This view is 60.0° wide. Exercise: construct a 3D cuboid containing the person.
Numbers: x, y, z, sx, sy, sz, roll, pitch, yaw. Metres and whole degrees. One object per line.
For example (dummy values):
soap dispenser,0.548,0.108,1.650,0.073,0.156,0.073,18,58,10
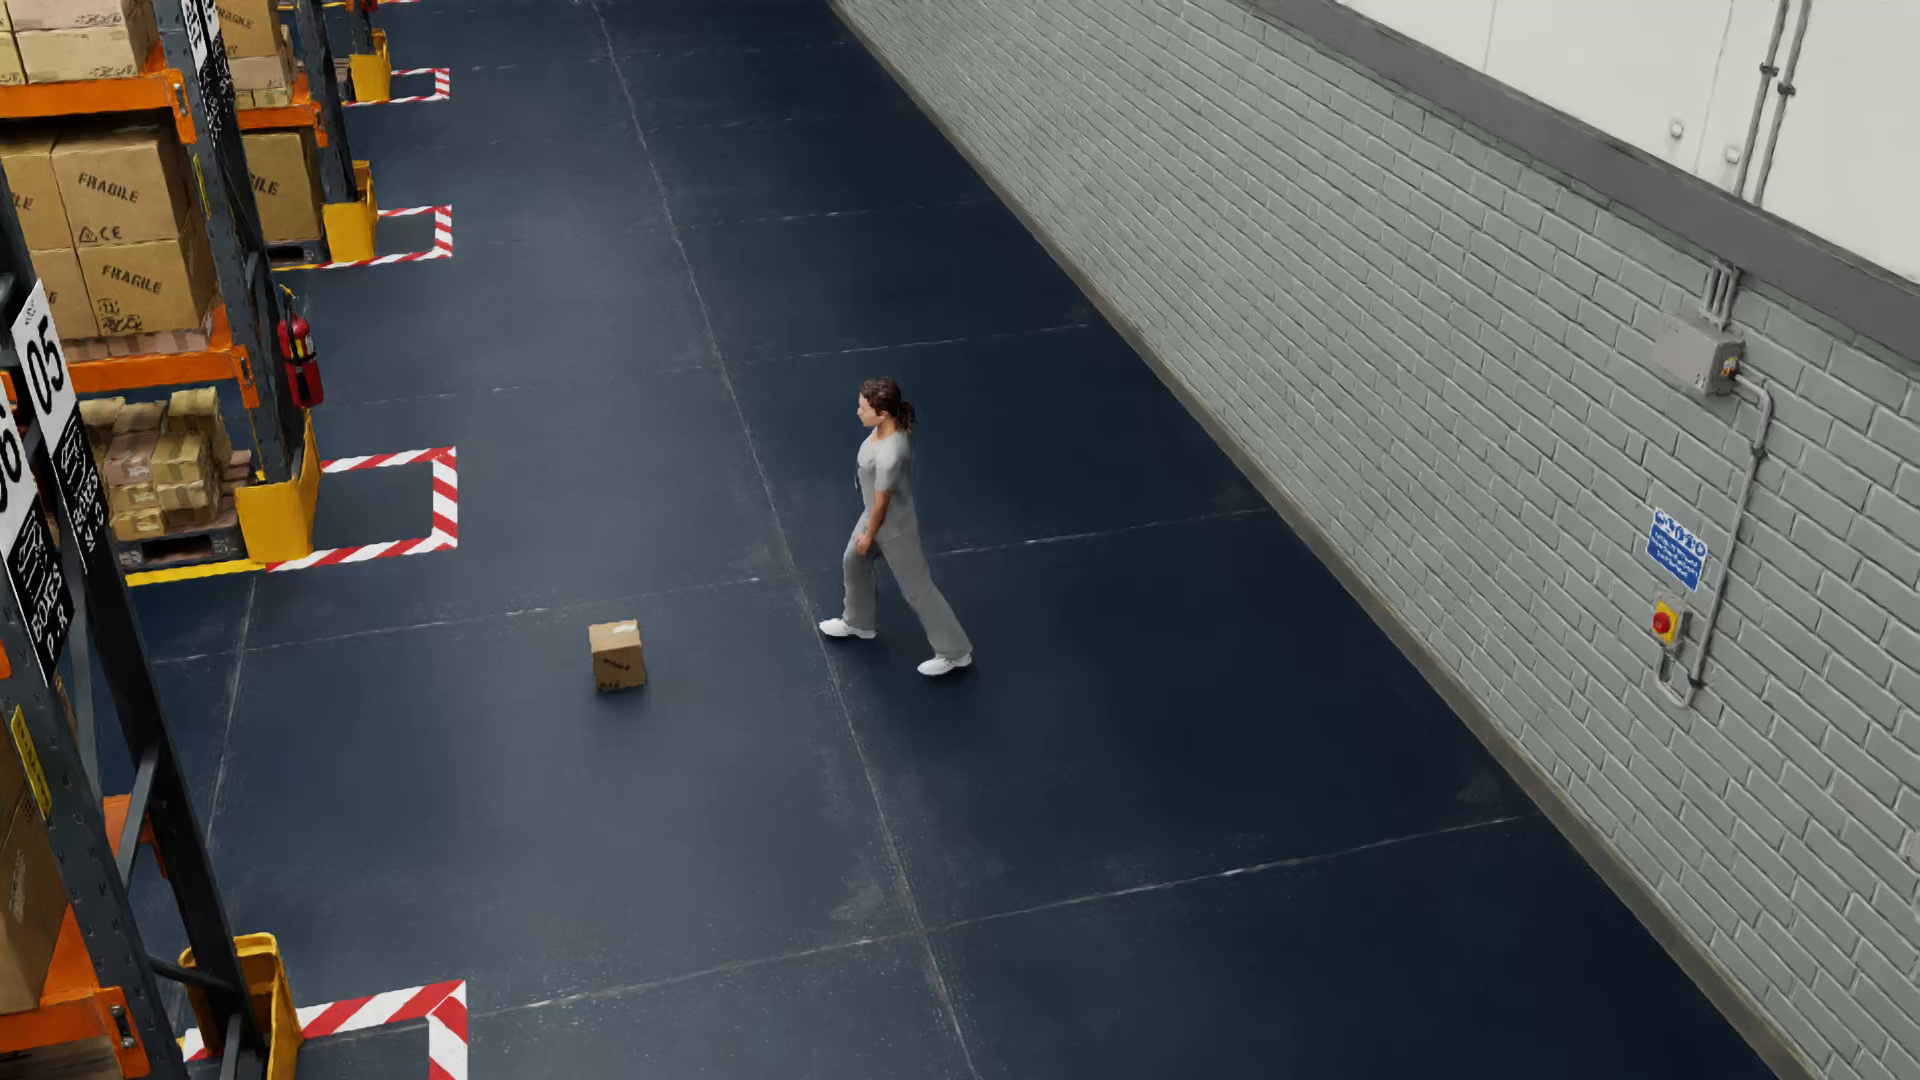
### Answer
person,-0.341,-0.089,8.432,0.788,1.611,0.534,-3,30,-5
